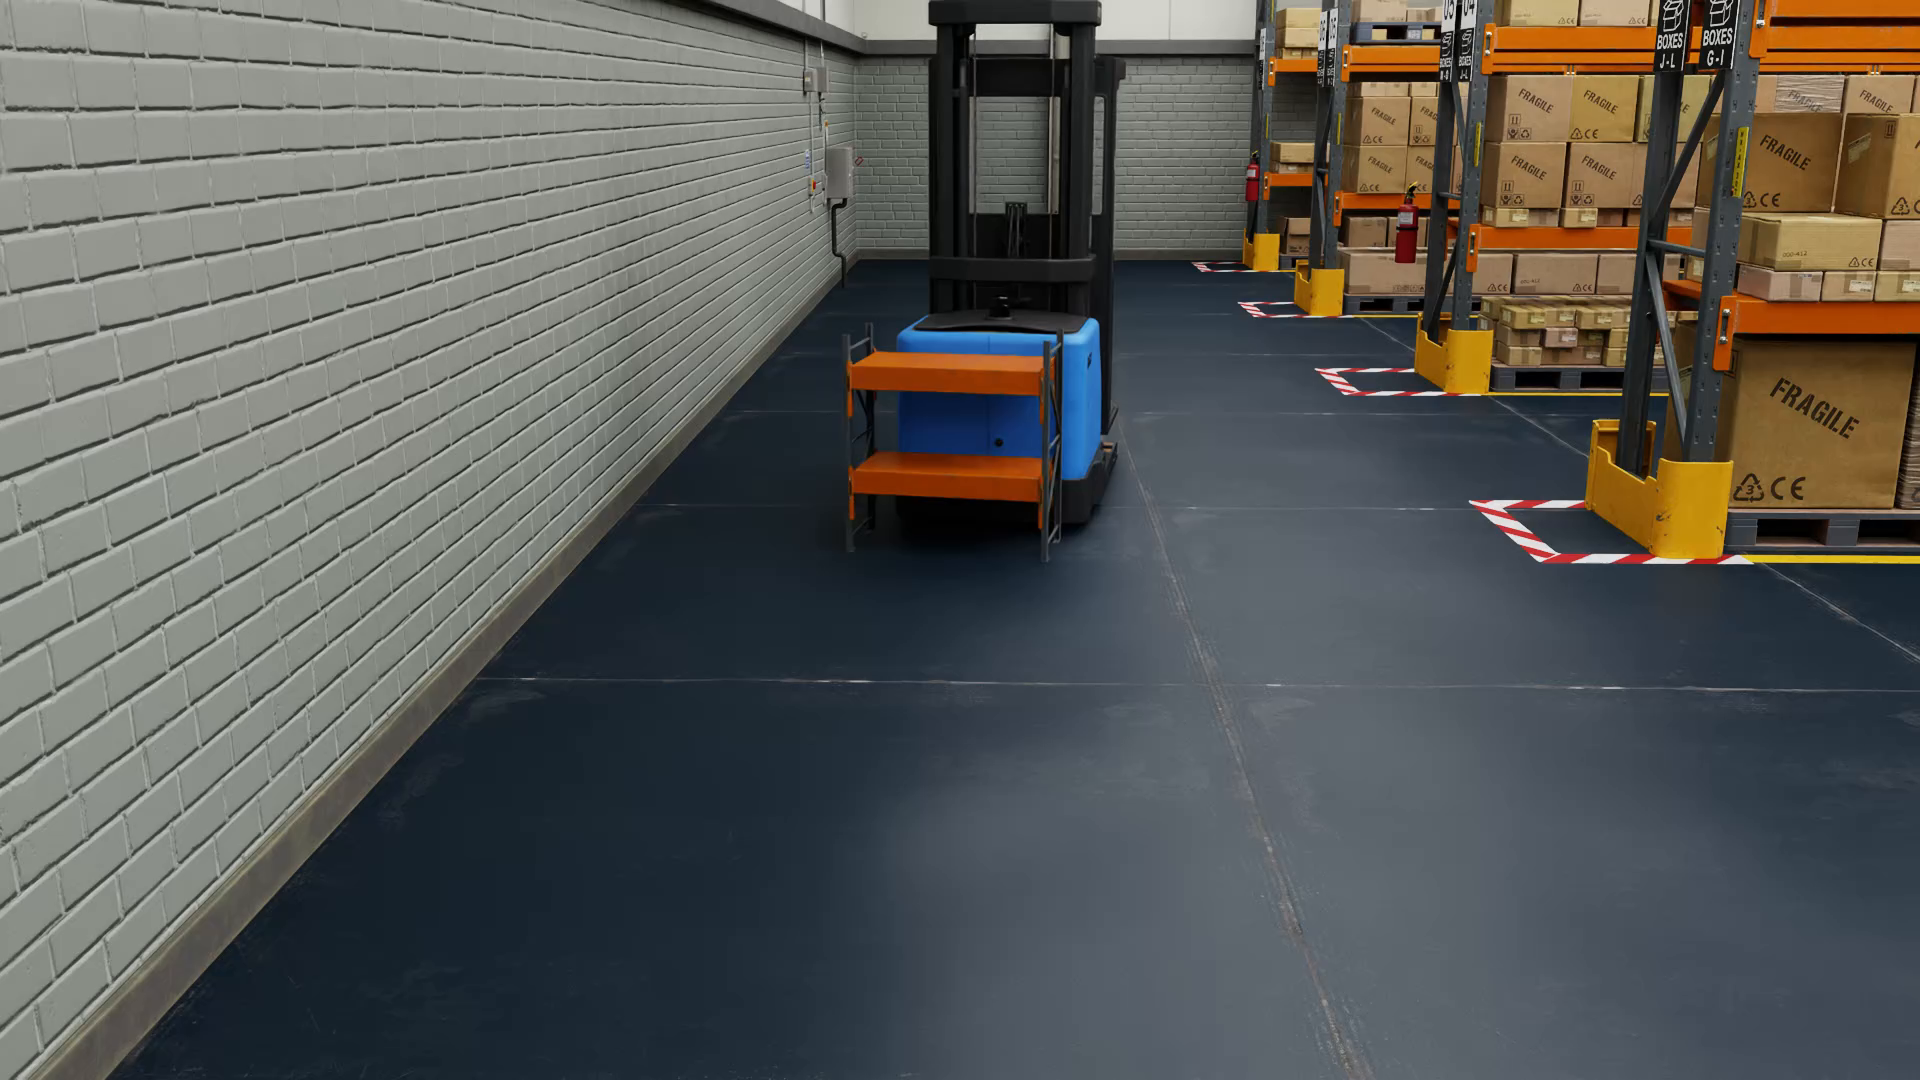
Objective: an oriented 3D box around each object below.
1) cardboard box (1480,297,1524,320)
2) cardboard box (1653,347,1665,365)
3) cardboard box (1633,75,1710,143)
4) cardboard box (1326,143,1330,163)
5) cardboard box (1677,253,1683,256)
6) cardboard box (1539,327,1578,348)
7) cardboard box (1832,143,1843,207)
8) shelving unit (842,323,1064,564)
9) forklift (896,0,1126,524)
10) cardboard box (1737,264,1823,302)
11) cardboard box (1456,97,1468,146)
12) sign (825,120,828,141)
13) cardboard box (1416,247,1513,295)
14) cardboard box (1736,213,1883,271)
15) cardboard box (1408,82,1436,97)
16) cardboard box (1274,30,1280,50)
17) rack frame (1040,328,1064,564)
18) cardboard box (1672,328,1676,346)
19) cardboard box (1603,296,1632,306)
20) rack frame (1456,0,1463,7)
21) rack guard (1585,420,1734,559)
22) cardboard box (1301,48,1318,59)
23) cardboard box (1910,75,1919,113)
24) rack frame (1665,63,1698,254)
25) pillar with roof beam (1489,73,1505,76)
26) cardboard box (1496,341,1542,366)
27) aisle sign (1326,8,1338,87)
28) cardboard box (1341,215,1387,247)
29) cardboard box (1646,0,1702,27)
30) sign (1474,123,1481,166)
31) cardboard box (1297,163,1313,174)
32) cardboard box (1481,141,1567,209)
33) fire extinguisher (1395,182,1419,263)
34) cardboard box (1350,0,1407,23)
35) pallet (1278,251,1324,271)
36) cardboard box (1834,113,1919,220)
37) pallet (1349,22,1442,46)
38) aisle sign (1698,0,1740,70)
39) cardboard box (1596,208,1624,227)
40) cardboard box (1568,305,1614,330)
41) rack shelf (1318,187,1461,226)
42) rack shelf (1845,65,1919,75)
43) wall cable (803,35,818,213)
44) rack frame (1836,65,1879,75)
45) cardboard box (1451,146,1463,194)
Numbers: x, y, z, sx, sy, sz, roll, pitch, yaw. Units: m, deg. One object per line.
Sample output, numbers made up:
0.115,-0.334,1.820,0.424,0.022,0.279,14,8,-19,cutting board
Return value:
4.533,-1.940,13.911,0.250,0.149,0.380,1,15,2,cardboard box
5.535,-1.518,13.479,0.250,0.149,0.380,0,15,2,cardboard box
5.463,-3.361,12.958,0.500,0.500,0.500,0,15,0,cardboard box
5.096,-5.292,22.727,0.500,0.250,0.500,1,15,2,cardboard box
9.654,-4.198,22.947,0.500,0.500,0.500,0,15,0,cardboard box
4.787,-1.650,13.395,0.250,0.149,0.380,0,15,1,cardboard box
6.986,-2.867,13.048,0.500,0.500,0.500,0,15,0,cardboard box
-0.027,-0.512,8.577,1.048,1.125,0.538,3,15,11,shelving unit
0.401,-1.834,10.046,1.130,2.935,3.031,2,15,9,forklift
4.116,-1.294,8.357,0.250,0.149,0.380,1,15,2,cardboard box
5.527,-4.482,17.793,0.500,0.500,0.500,0,15,1,cardboard box
-1.624,-4.981,20.222,0.001,0.242,0.339,0,15,1,sign
5.600,-3.011,18.571,0.875,0.438,0.875,1,15,3,cardboard box
4.243,-1.501,8.362,0.500,0.250,0.500,0,15,0,cardboard box
4.891,-4.787,17.678,0.250,0.149,0.380,1,15,3,cardboard box
4.597,-6.883,22.881,0.500,0.250,0.500,0,15,0,cardboard box
0.471,-0.486,8.477,0.032,1.125,0.500,3,15,11,rack frame
5.827,-1.673,13.482,0.250,0.149,0.380,1,15,4,cardboard box
5.572,-1.949,13.945,0.250,0.149,0.380,1,15,4,cardboard box
3.997,-5.667,12.680,0.127,3.000,1.000,0,15,1,rack frame
3.746,-0.294,8.973,0.348,0.500,1.175,0,15,1,rack guard
4.721,-6.568,22.466,0.250,0.149,0.380,1,15,2,cardboard box
7.519,-3.350,12.918,0.500,0.500,0.500,0,15,-1,cardboard box
8.021,-4.003,18.133,0.127,3.000,1.000,0,15,1,rack frame
7.362,-7.306,18.893,0.400,9.000,9.100,0,15,1,pillar with roof beam
4.513,-1.506,13.433,0.250,0.149,0.380,1,15,3,cardboard box
3.943,-5.213,17.622,0.004,0.787,0.394,0,15,1,aisle sign
5.608,-4.246,23.130,0.500,0.500,0.700,1,15,4,cardboard box
5.481,-4.071,12.806,0.500,0.250,0.500,0,15,0,cardboard box
3.984,-3.046,12.810,0.005,0.325,0.100,0,15,1,sign
4.723,-5.112,22.827,0.250,0.149,0.380,1,15,3,cardboard box
4.439,-2.885,13.116,0.500,0.500,0.500,1,15,4,cardboard box
3.757,-2.668,13.955,0.183,0.674,0.296,0,15,1,fire extinguisher
4.475,-5.679,17.878,0.500,0.250,0.500,-1,15,-4,cardboard box
5.019,-3.941,23.365,1.213,0.211,1.003,0,15,1,pallet
4.742,-1.861,8.253,0.500,0.500,0.500,0,15,0,cardboard box
4.765,-5.435,17.853,1.213,0.211,1.003,0,15,1,pallet
3.690,-2.683,8.033,0.004,0.787,0.394,0,15,1,aisle sign
5.099,-2.586,13.254,0.250,0.149,0.380,1,15,4,cardboard box
5.040,-1.783,13.317,0.250,0.149,0.380,0,15,1,cardboard box
6.022,-3.668,18.275,4.000,0.370,1.077,0,15,1,rack shelf
14.143,-6.333,22.492,4.000,0.370,1.077,0,15,1,rack shelf
-1.615,-4.566,18.215,0.123,1.953,0.585,0,15,1,wall cable
12.143,-5.243,22.833,0.127,3.000,1.000,0,15,1,rack frame
5.510,-3.997,17.914,0.500,0.500,0.500,0,15,1,cardboard box
